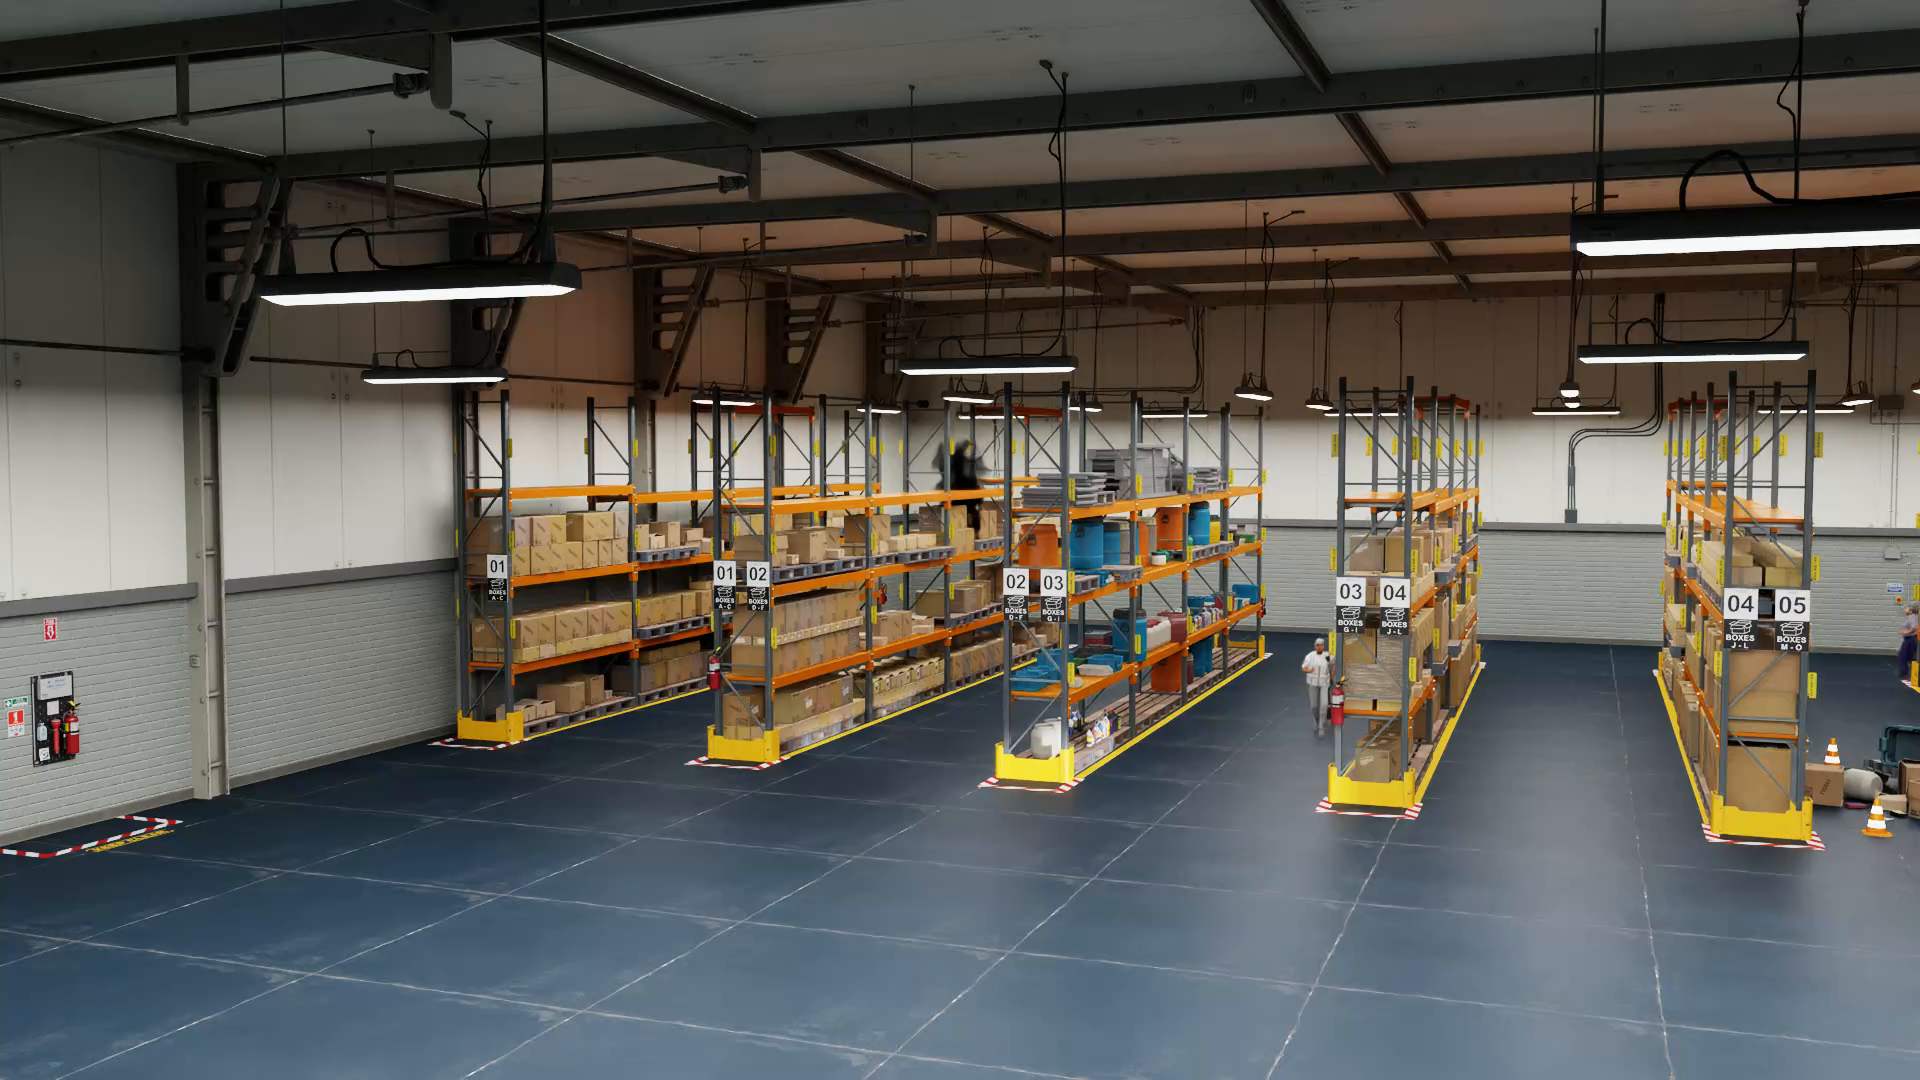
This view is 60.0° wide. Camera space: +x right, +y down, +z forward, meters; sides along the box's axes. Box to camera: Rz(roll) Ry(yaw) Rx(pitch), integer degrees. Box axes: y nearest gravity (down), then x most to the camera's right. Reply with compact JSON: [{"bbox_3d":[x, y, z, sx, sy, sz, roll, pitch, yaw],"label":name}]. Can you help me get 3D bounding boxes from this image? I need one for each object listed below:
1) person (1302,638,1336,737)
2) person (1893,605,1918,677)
[{"bbox_3d":[6.262,2.541,28.996,0.602,1.663,0.913,1,3,16],"label":"person"},{"bbox_3d":[20.761,2.223,36.197,0.797,1.617,0.648,2,4,34],"label":"person"}]
